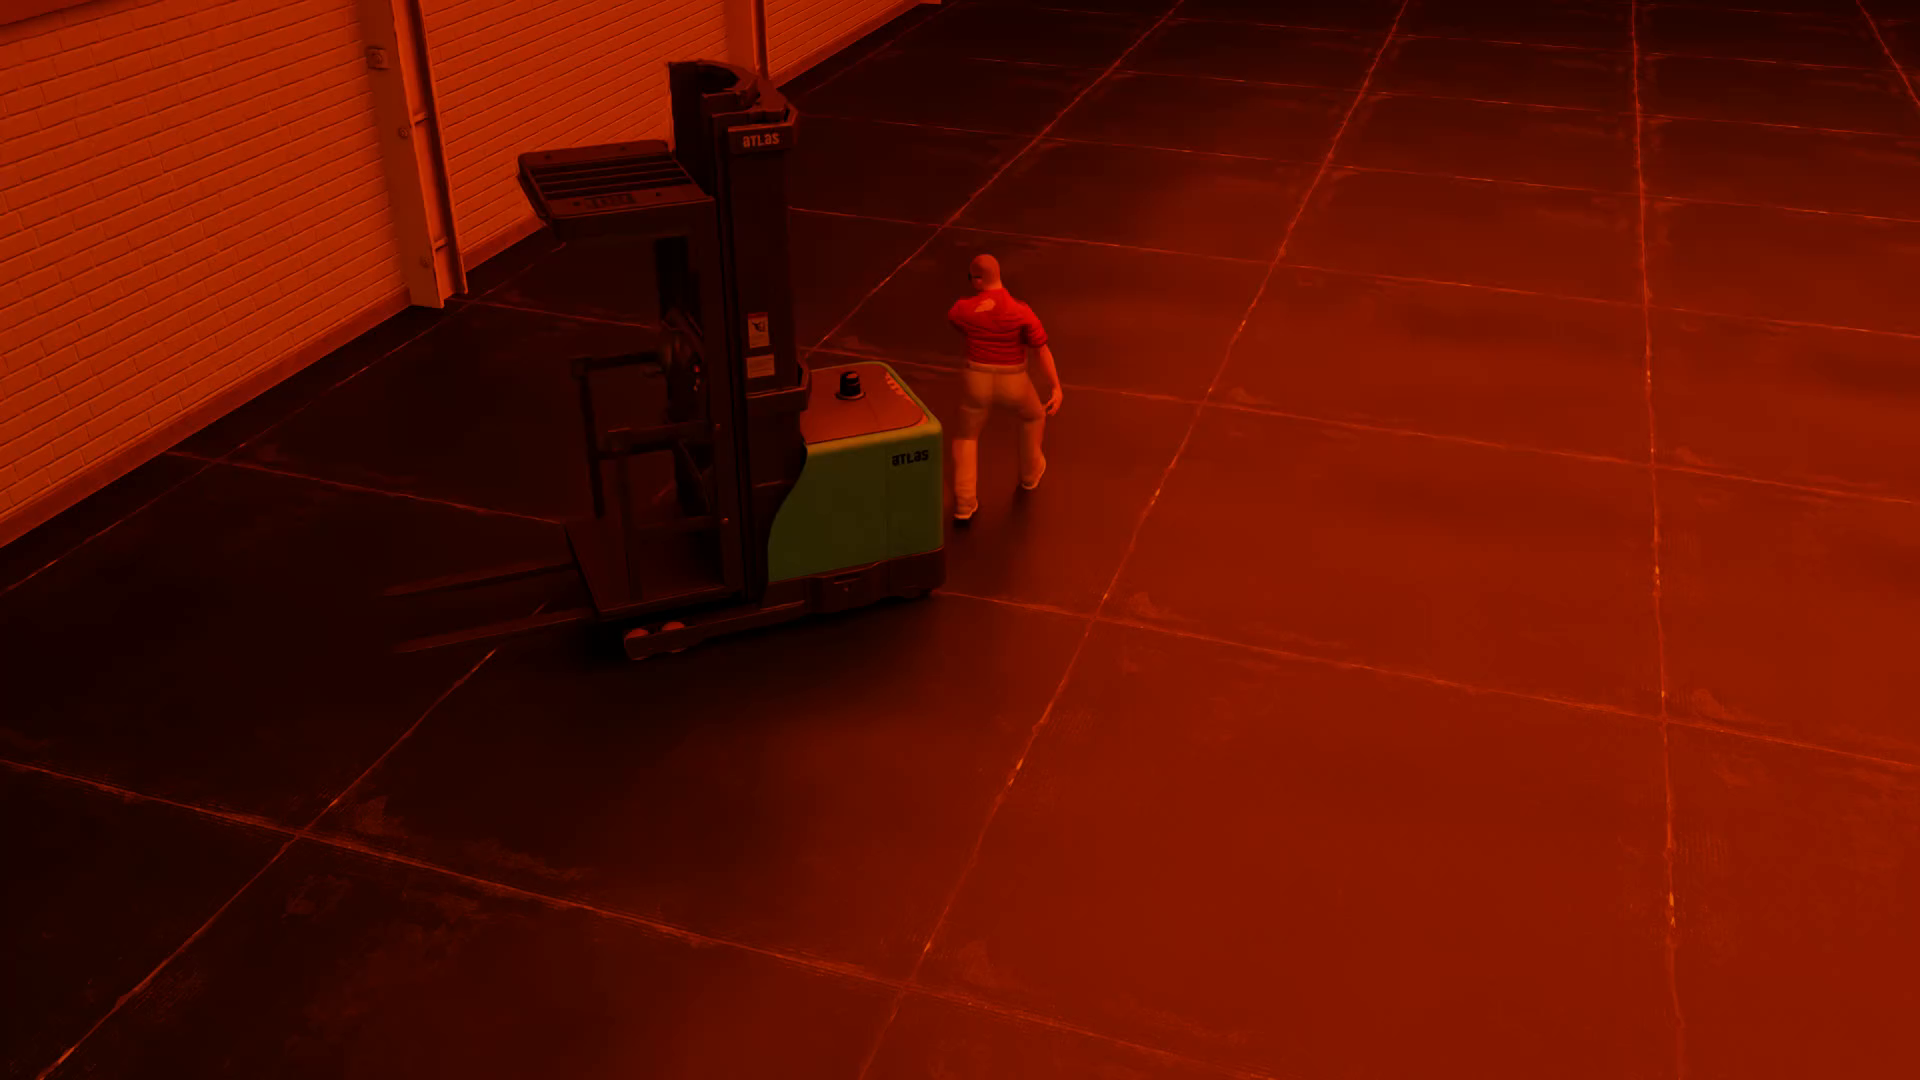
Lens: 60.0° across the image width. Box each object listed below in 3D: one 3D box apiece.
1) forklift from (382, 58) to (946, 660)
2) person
[{"bbox_3d":[-1.650,-0.922,8.754,3.031,2.935,1.130,-11,32,-19],"label":"forklift"},{"bbox_3d":[0.279,-0.981,10.176,0.707,1.639,0.830,3,30,5],"label":"person"}]
